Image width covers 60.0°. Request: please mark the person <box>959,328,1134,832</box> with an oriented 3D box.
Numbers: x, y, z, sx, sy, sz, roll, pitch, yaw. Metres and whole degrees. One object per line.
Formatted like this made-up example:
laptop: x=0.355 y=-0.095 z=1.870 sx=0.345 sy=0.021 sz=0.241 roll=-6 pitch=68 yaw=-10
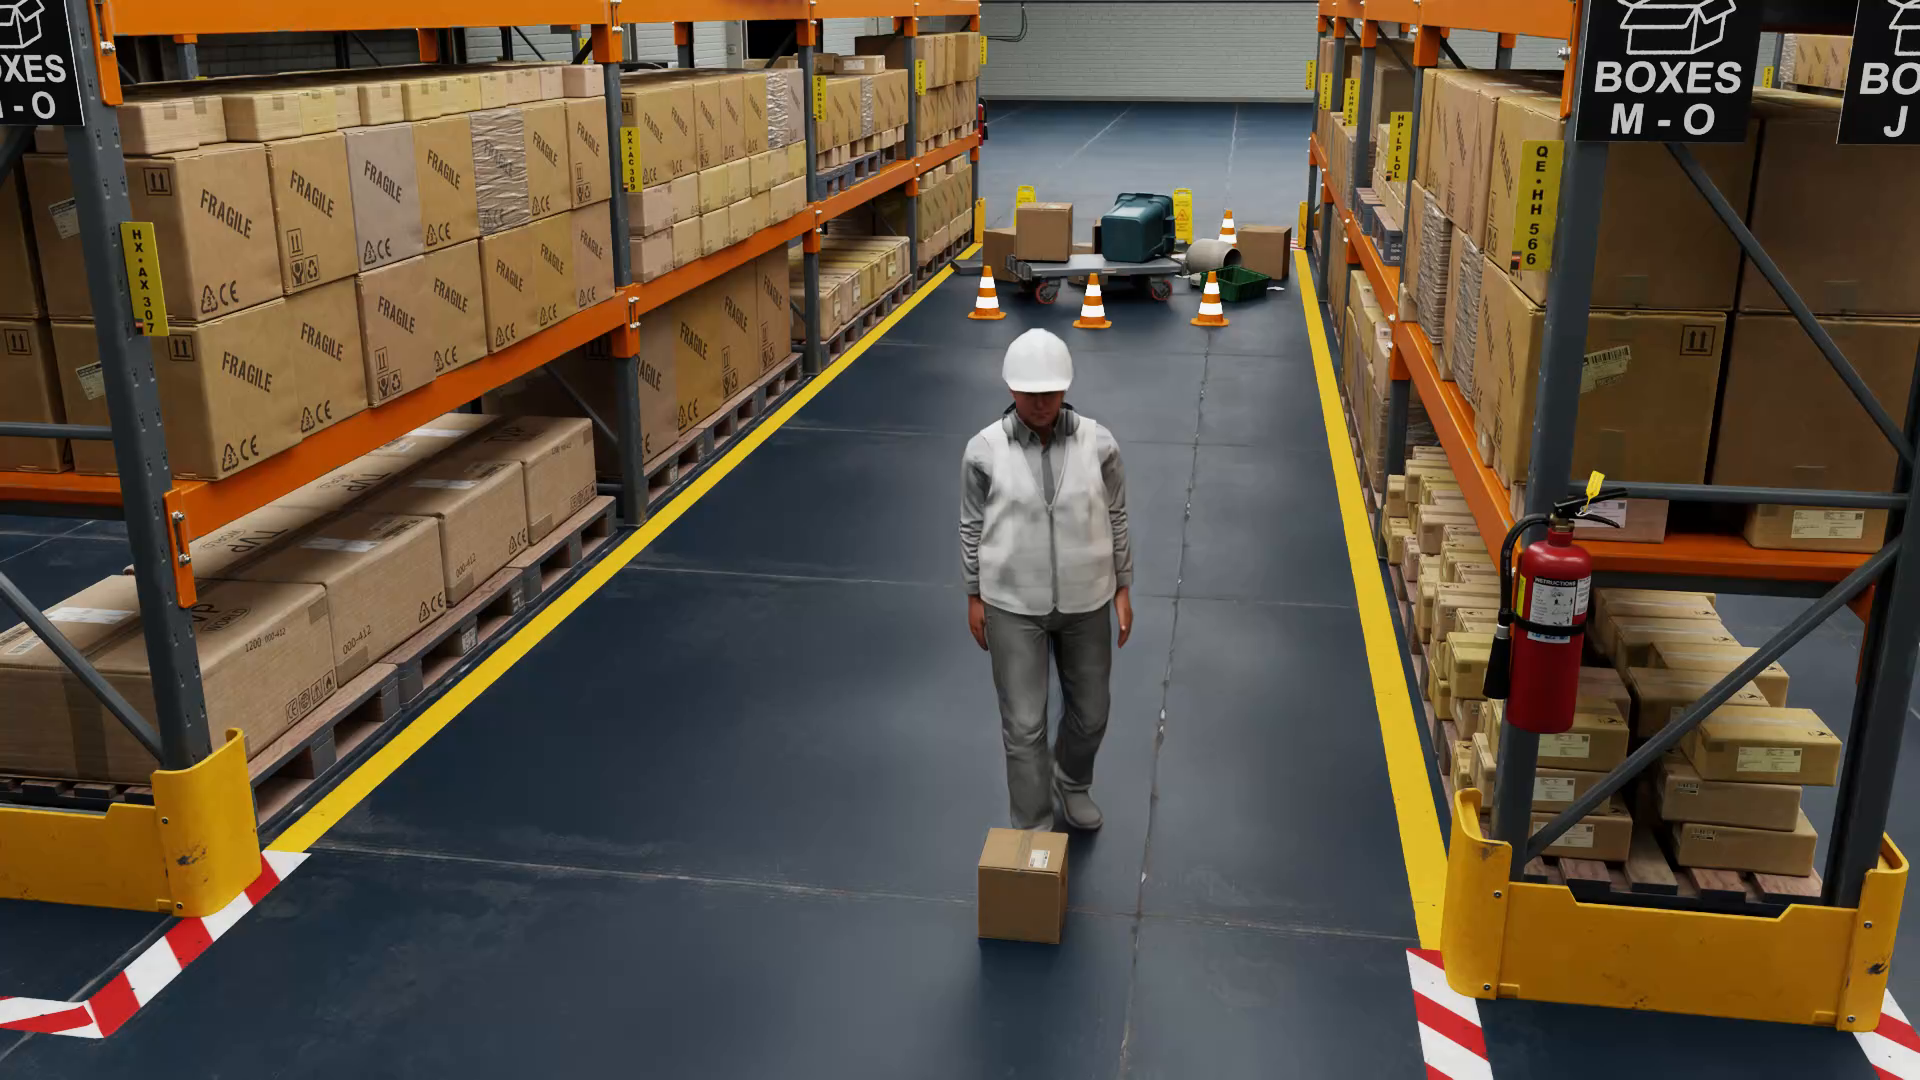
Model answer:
person: x=0.290 y=0.208 z=5.337 sx=0.561 sy=1.768 sz=0.698 roll=-2 pitch=18 yaw=-6
